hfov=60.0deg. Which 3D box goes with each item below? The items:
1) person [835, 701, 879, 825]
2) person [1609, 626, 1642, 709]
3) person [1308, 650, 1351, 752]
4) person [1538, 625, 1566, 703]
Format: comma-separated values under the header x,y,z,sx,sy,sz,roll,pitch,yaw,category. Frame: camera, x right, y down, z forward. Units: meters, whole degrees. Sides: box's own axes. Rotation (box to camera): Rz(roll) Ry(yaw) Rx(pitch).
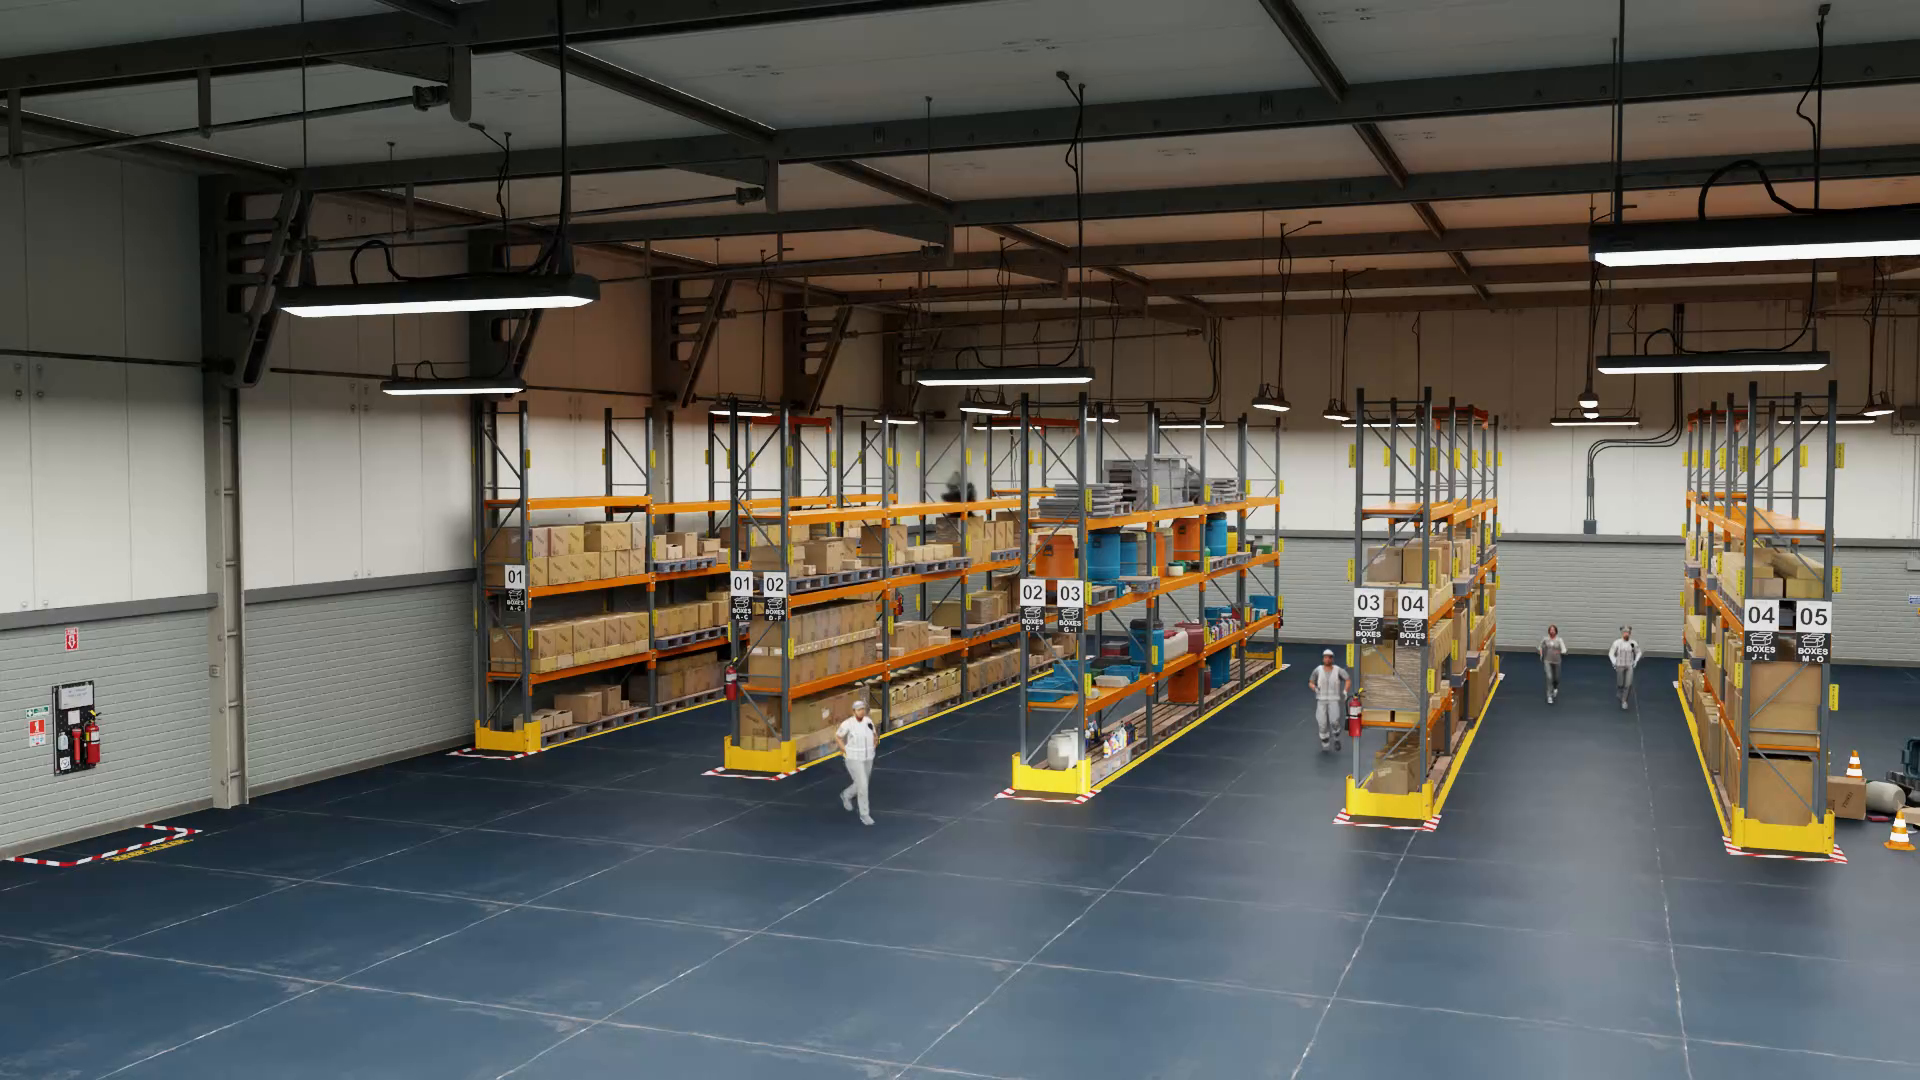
x,y,z,sx,sy,sz,roll,pitch,yaw,category
-1.401,3.058,23.078,0.597,1.680,0.826,-2,4,-38,person
13.464,2.551,33.642,0.627,1.668,0.589,1,3,17,person
6.251,2.744,28.235,0.683,1.751,0.614,1,3,19,person
12.177,2.534,34.213,0.545,1.575,0.853,1,3,18,person
